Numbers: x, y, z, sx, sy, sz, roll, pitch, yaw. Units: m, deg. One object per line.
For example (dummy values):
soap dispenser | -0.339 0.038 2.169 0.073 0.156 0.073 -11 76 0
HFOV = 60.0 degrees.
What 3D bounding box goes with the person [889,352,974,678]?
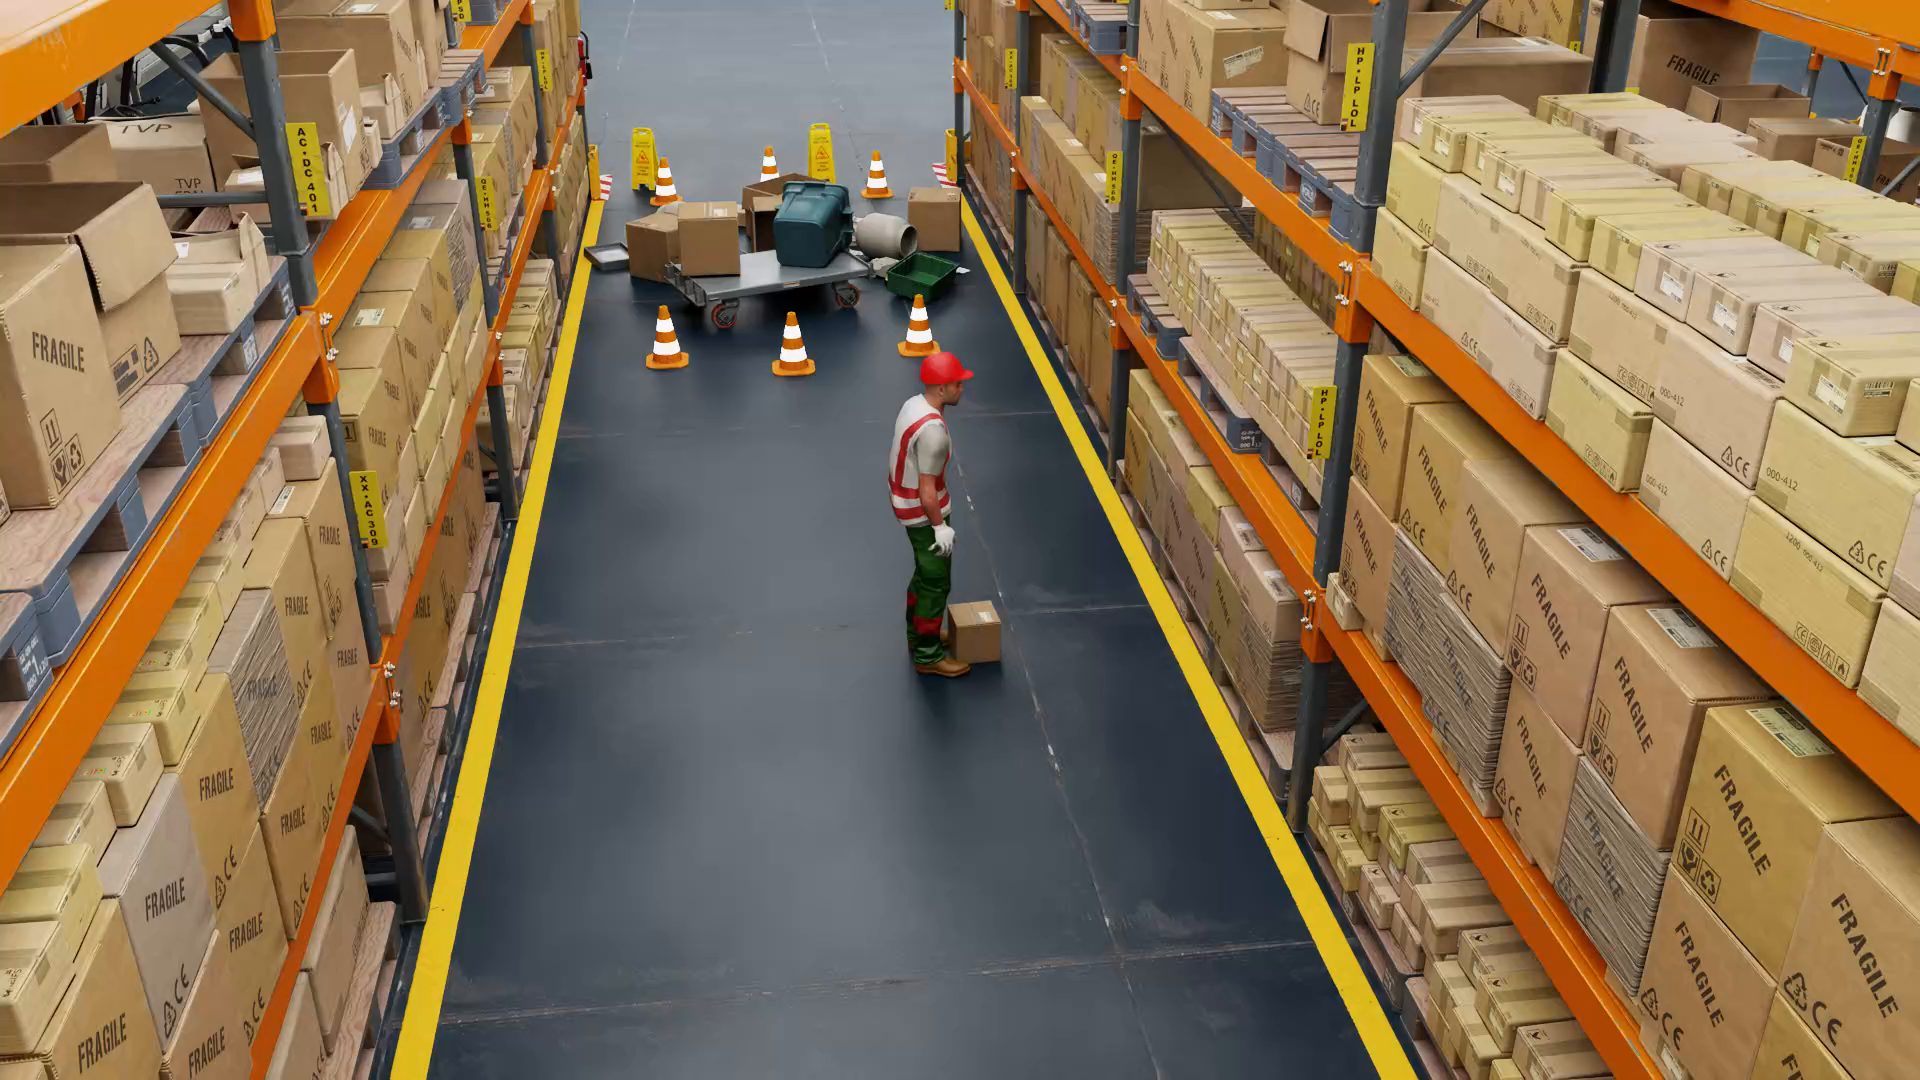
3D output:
person | -0.148 -0.150 8.895 0.449 1.780 0.607 -4 27 -7
